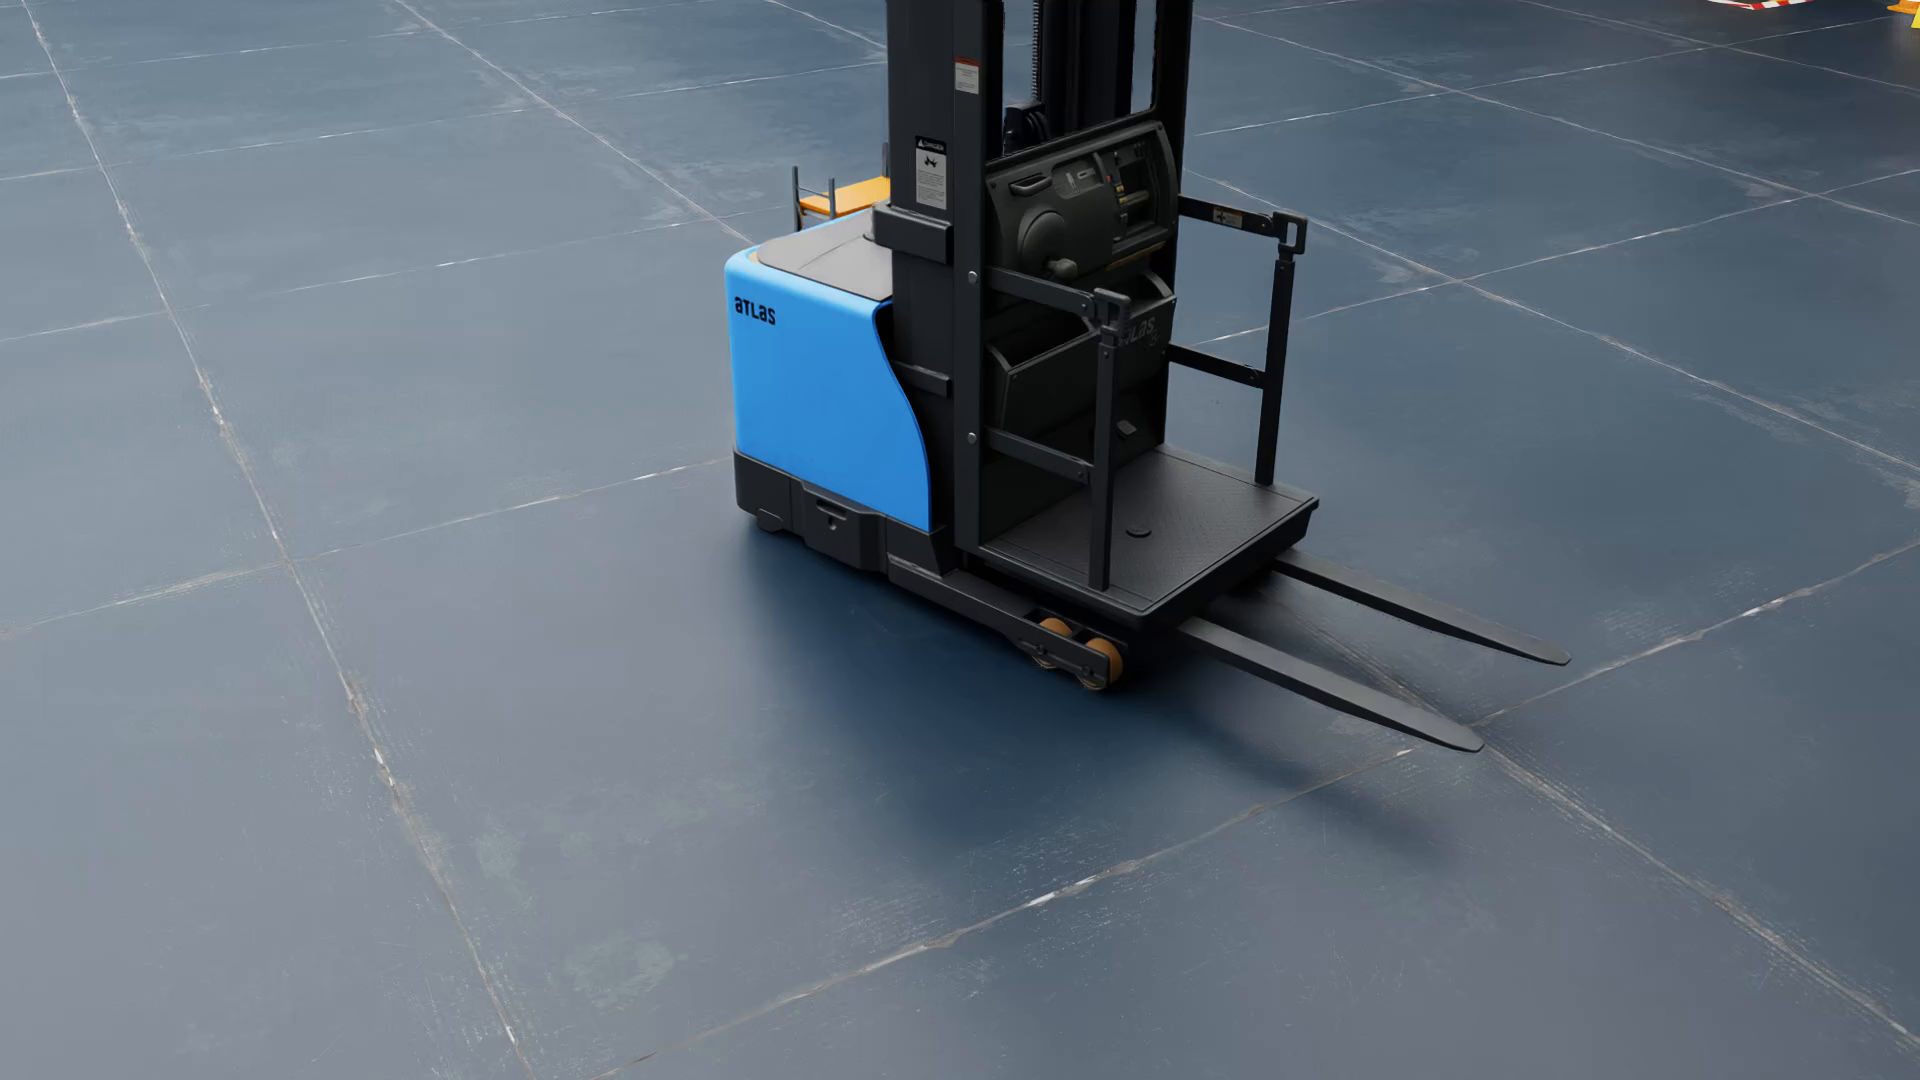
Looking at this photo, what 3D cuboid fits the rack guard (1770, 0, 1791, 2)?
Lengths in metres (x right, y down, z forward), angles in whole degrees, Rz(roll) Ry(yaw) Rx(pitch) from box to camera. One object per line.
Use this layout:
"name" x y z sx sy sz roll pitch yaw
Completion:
"rack guard" 7.430 -5.480 15.782 0.348 0.500 1.175 -16 33 -26

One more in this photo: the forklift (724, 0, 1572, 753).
"forklift" 0.570 -1.078 5.290 3.031 2.935 1.130 23 36 35

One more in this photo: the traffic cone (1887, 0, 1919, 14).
"traffic cone" 8.628 -5.008 14.965 0.334 0.463 0.336 -16 33 -26

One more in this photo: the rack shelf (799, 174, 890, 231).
"rack shelf" -0.403 -1.339 6.742 0.258 0.148 0.480 25 38 38

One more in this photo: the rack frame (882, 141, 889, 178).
"rack frame" -0.232 -1.079 7.084 0.240 1.200 0.015 25 38 38

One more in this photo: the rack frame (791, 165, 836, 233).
"rack frame" -0.574 -0.911 6.779 0.240 1.200 0.015 25 38 38

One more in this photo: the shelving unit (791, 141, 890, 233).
"shelving unit" -0.403 -0.995 6.931 0.258 1.200 0.503 25 38 38

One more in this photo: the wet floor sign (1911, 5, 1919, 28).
"wet floor sign" 8.429 -4.717 14.250 0.232 0.644 0.267 -22 36 -35
